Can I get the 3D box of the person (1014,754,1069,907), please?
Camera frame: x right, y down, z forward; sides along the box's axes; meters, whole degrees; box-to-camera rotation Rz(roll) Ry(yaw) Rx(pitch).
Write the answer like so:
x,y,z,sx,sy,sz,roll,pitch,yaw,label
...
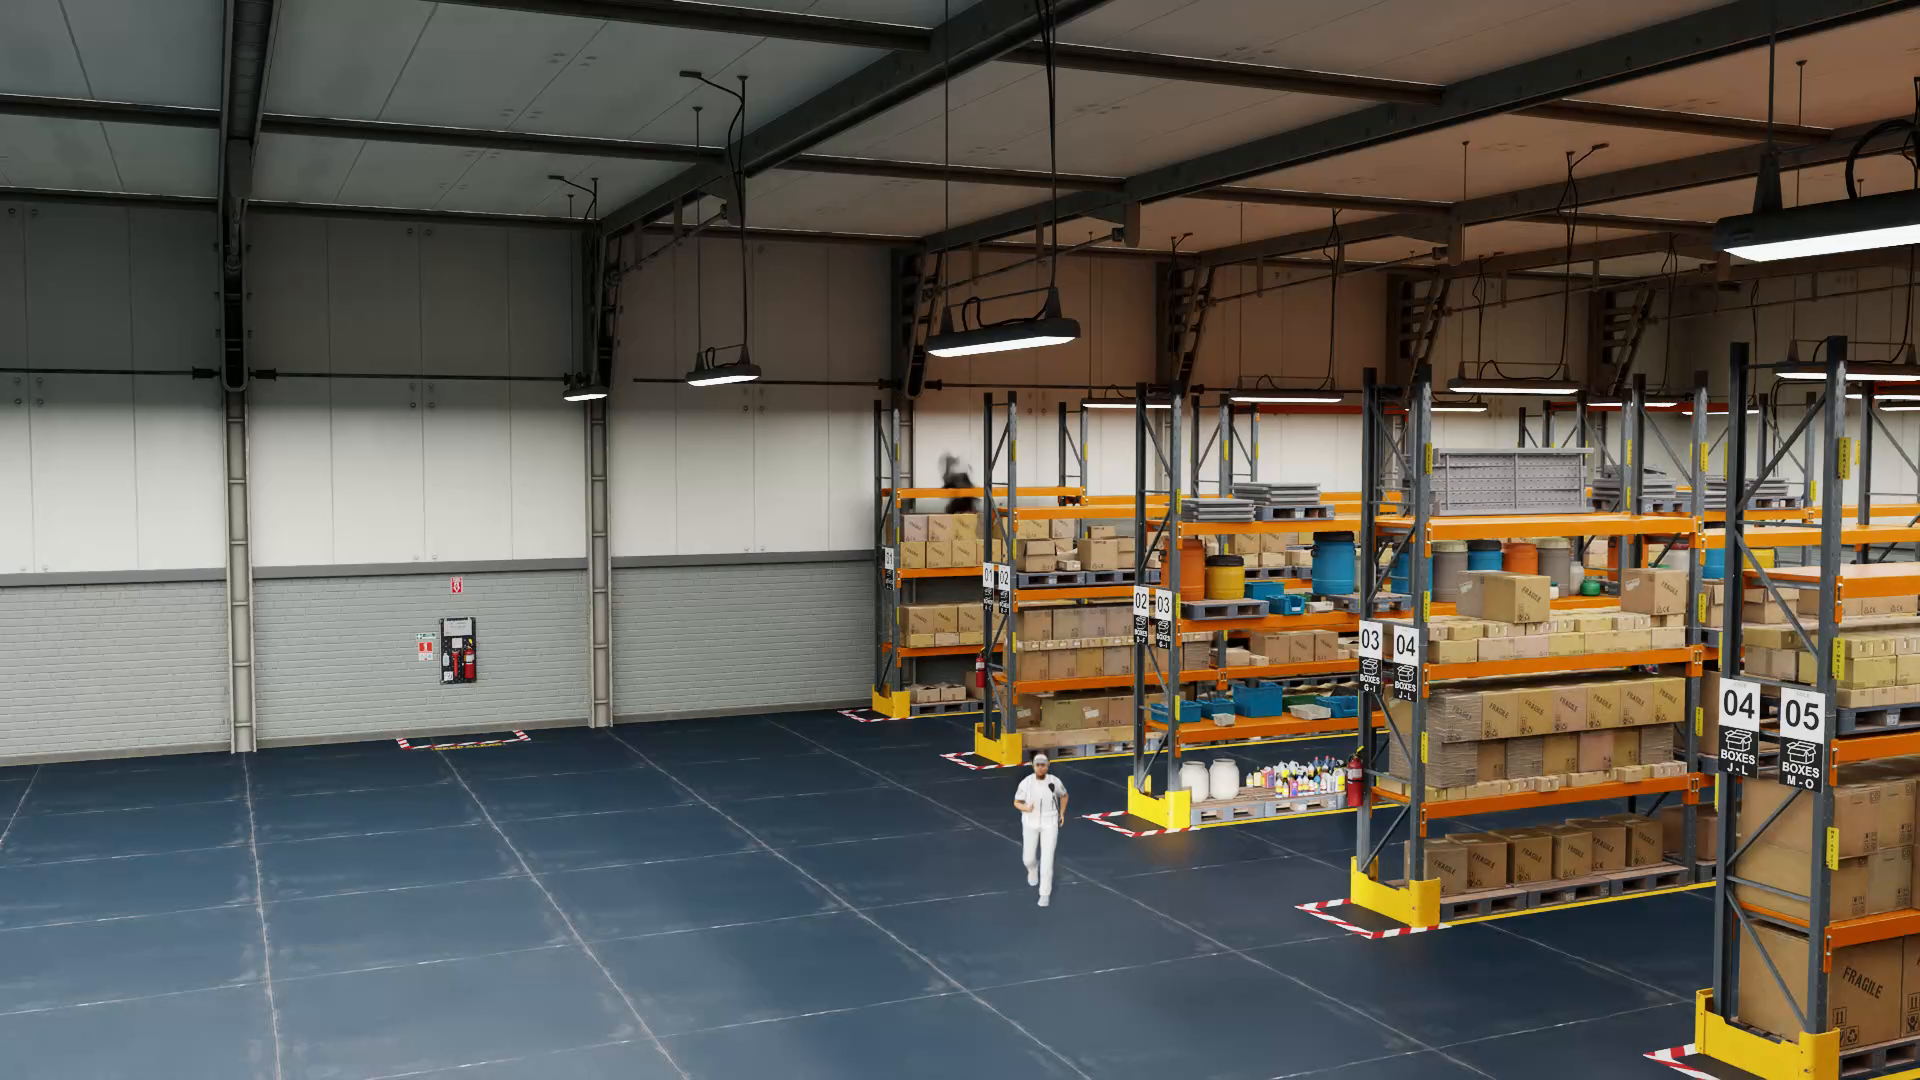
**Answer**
x,y,z,sx,sy,sz,roll,pitch,yaw,label
0.921,3.239,18.838,0.618,1.639,0.878,0,3,6,person
